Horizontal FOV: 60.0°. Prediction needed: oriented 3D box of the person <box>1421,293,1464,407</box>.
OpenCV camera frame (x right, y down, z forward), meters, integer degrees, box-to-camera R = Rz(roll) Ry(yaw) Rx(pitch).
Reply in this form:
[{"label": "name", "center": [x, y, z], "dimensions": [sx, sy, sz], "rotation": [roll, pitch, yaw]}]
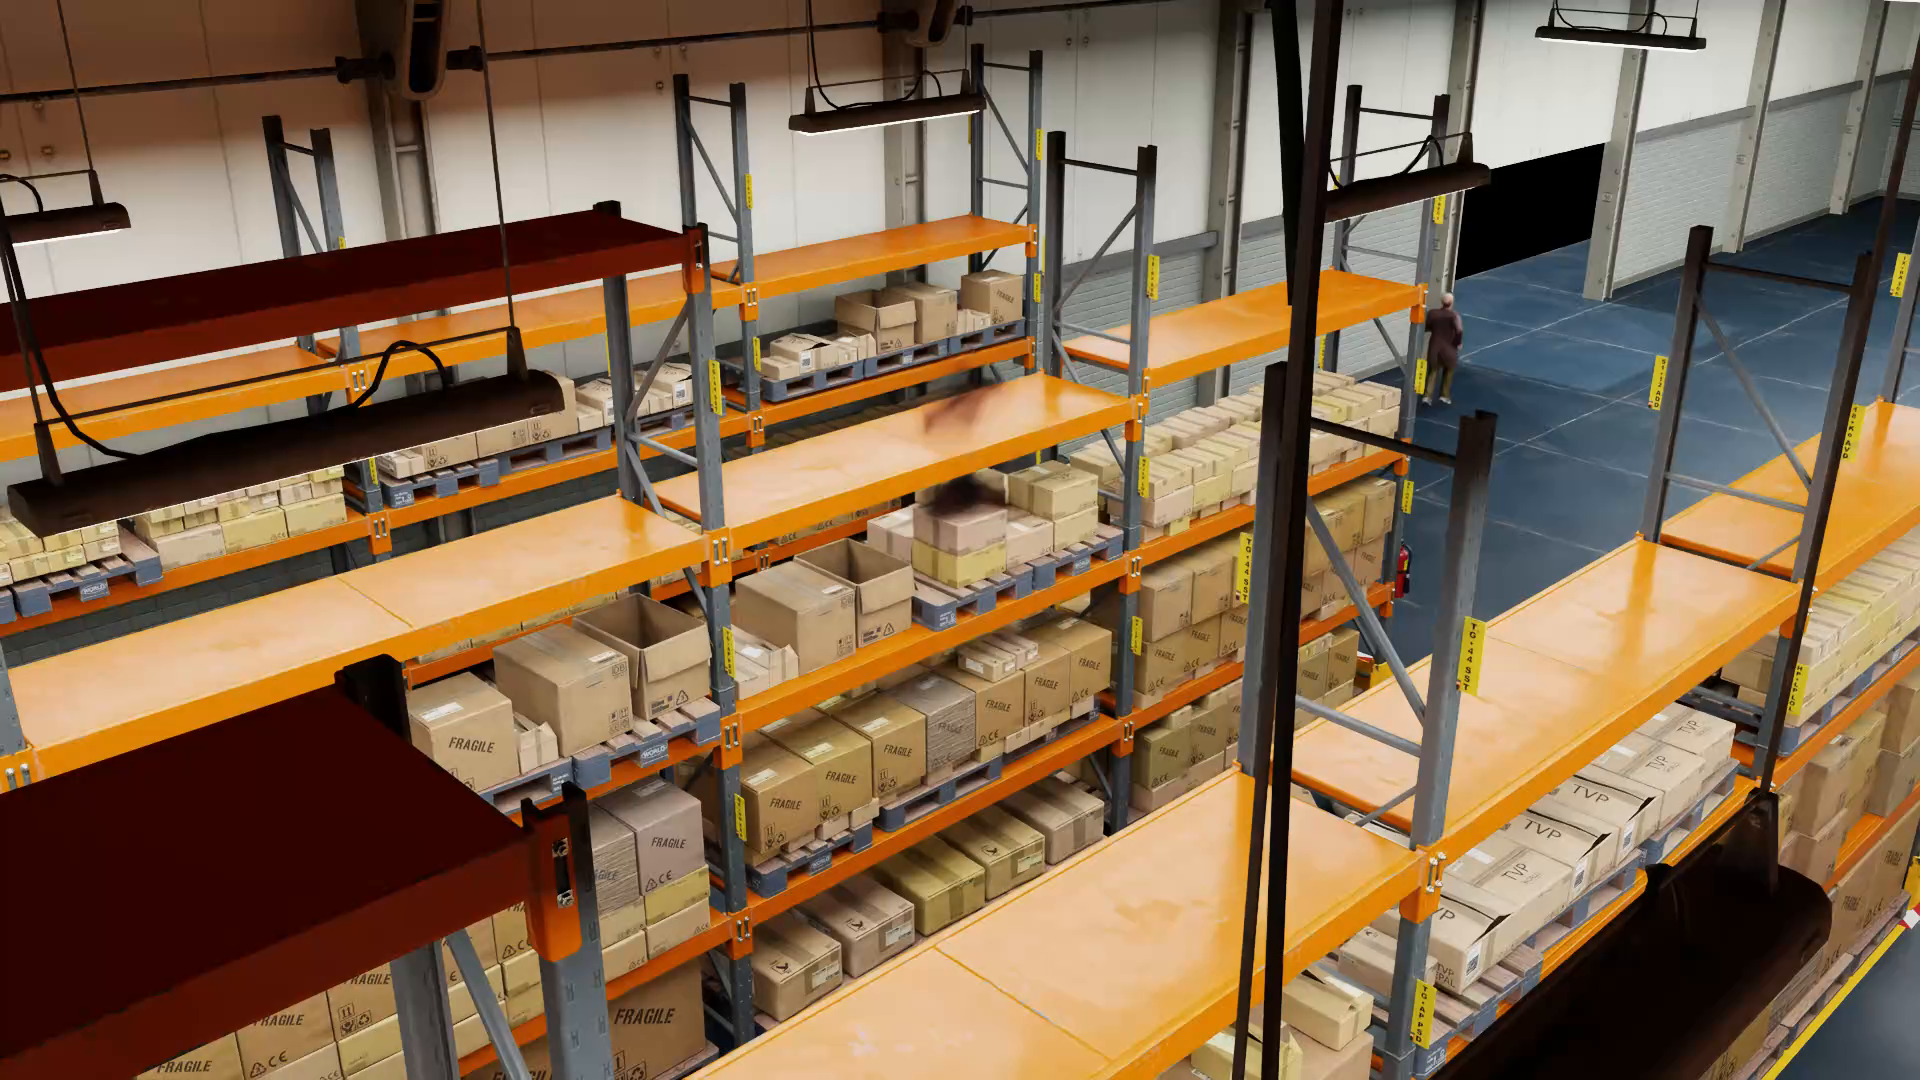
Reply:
[{"label": "person", "center": [7.394, -2.890, 25.507], "dimensions": [0.694, 1.823, 0.876], "rotation": [14, 26, 30]}]
